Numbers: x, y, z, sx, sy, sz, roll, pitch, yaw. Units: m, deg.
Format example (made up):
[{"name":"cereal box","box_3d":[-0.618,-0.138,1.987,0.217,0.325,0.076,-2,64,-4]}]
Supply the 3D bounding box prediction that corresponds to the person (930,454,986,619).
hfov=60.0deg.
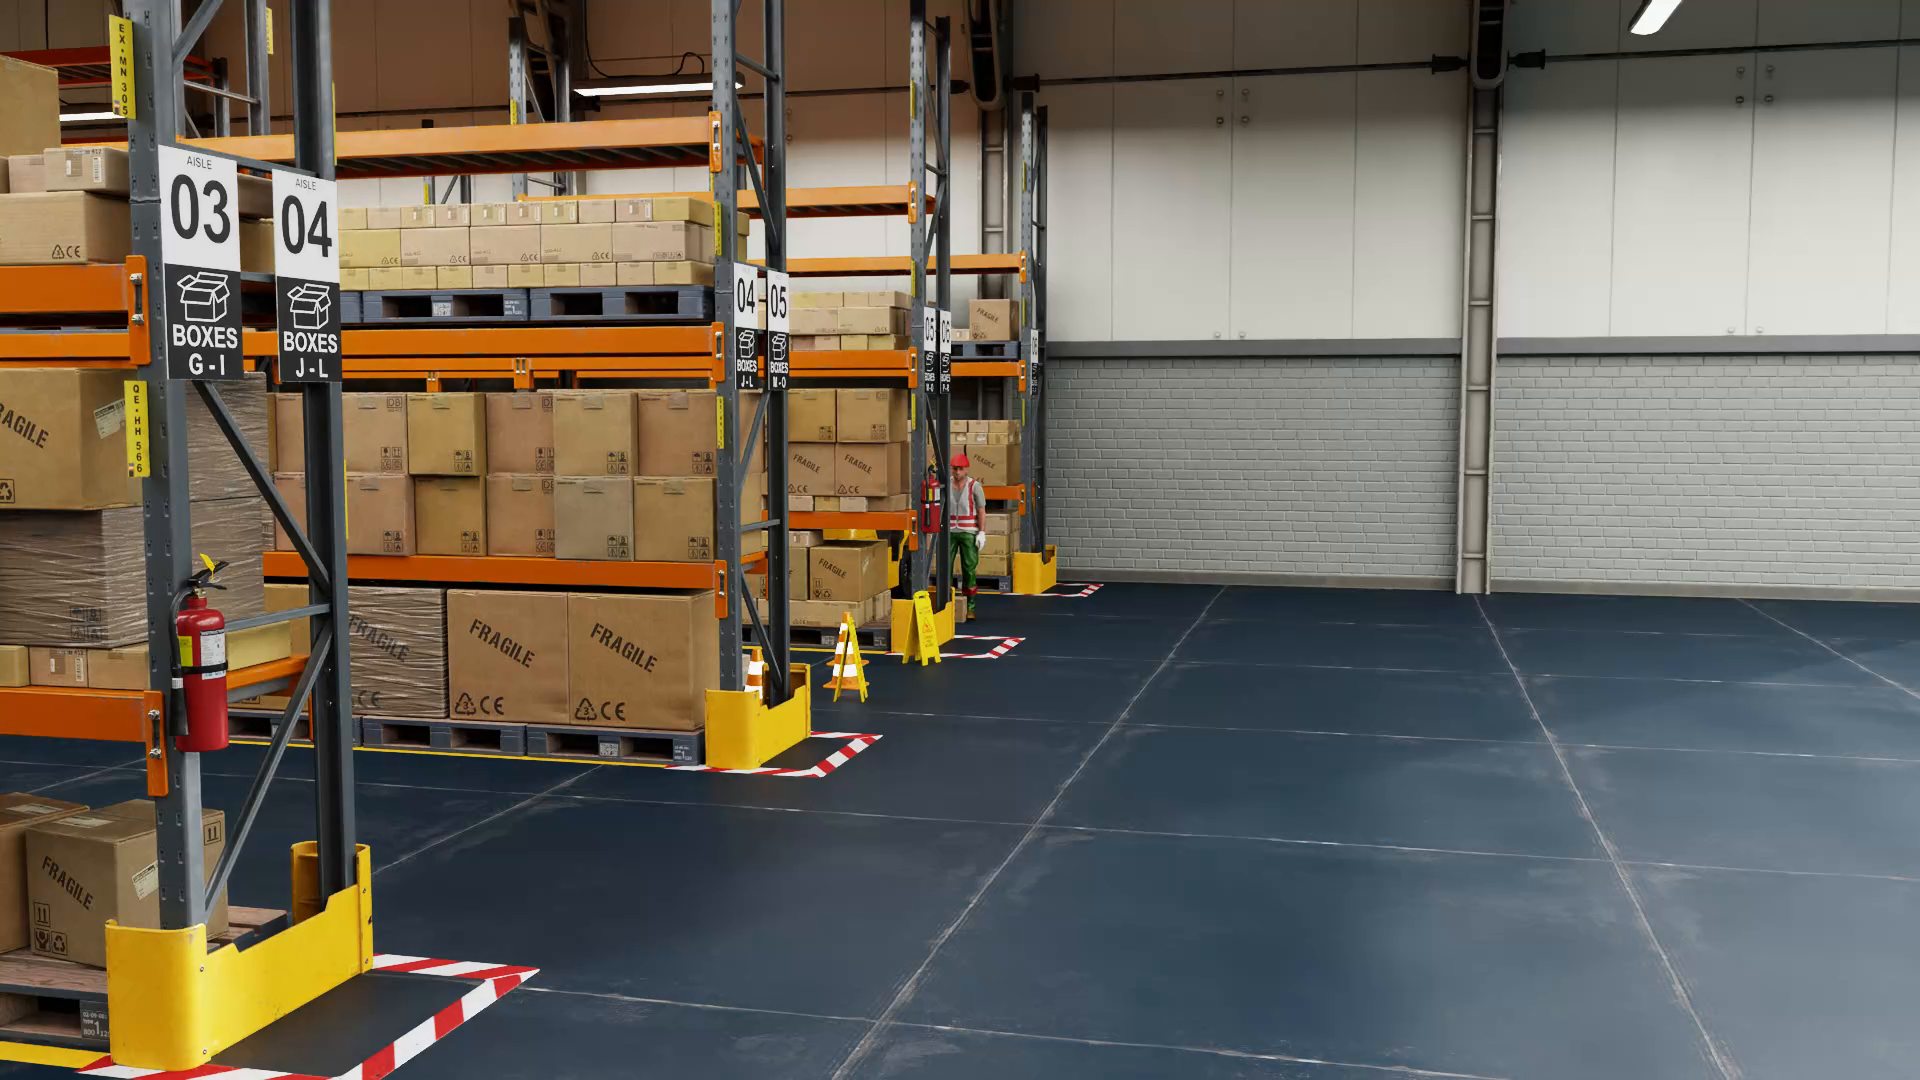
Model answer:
[{"name":"person","box_3d":[-0.019,-0.040,17.859,0.609,1.779,0.449,1,5,11]}]
